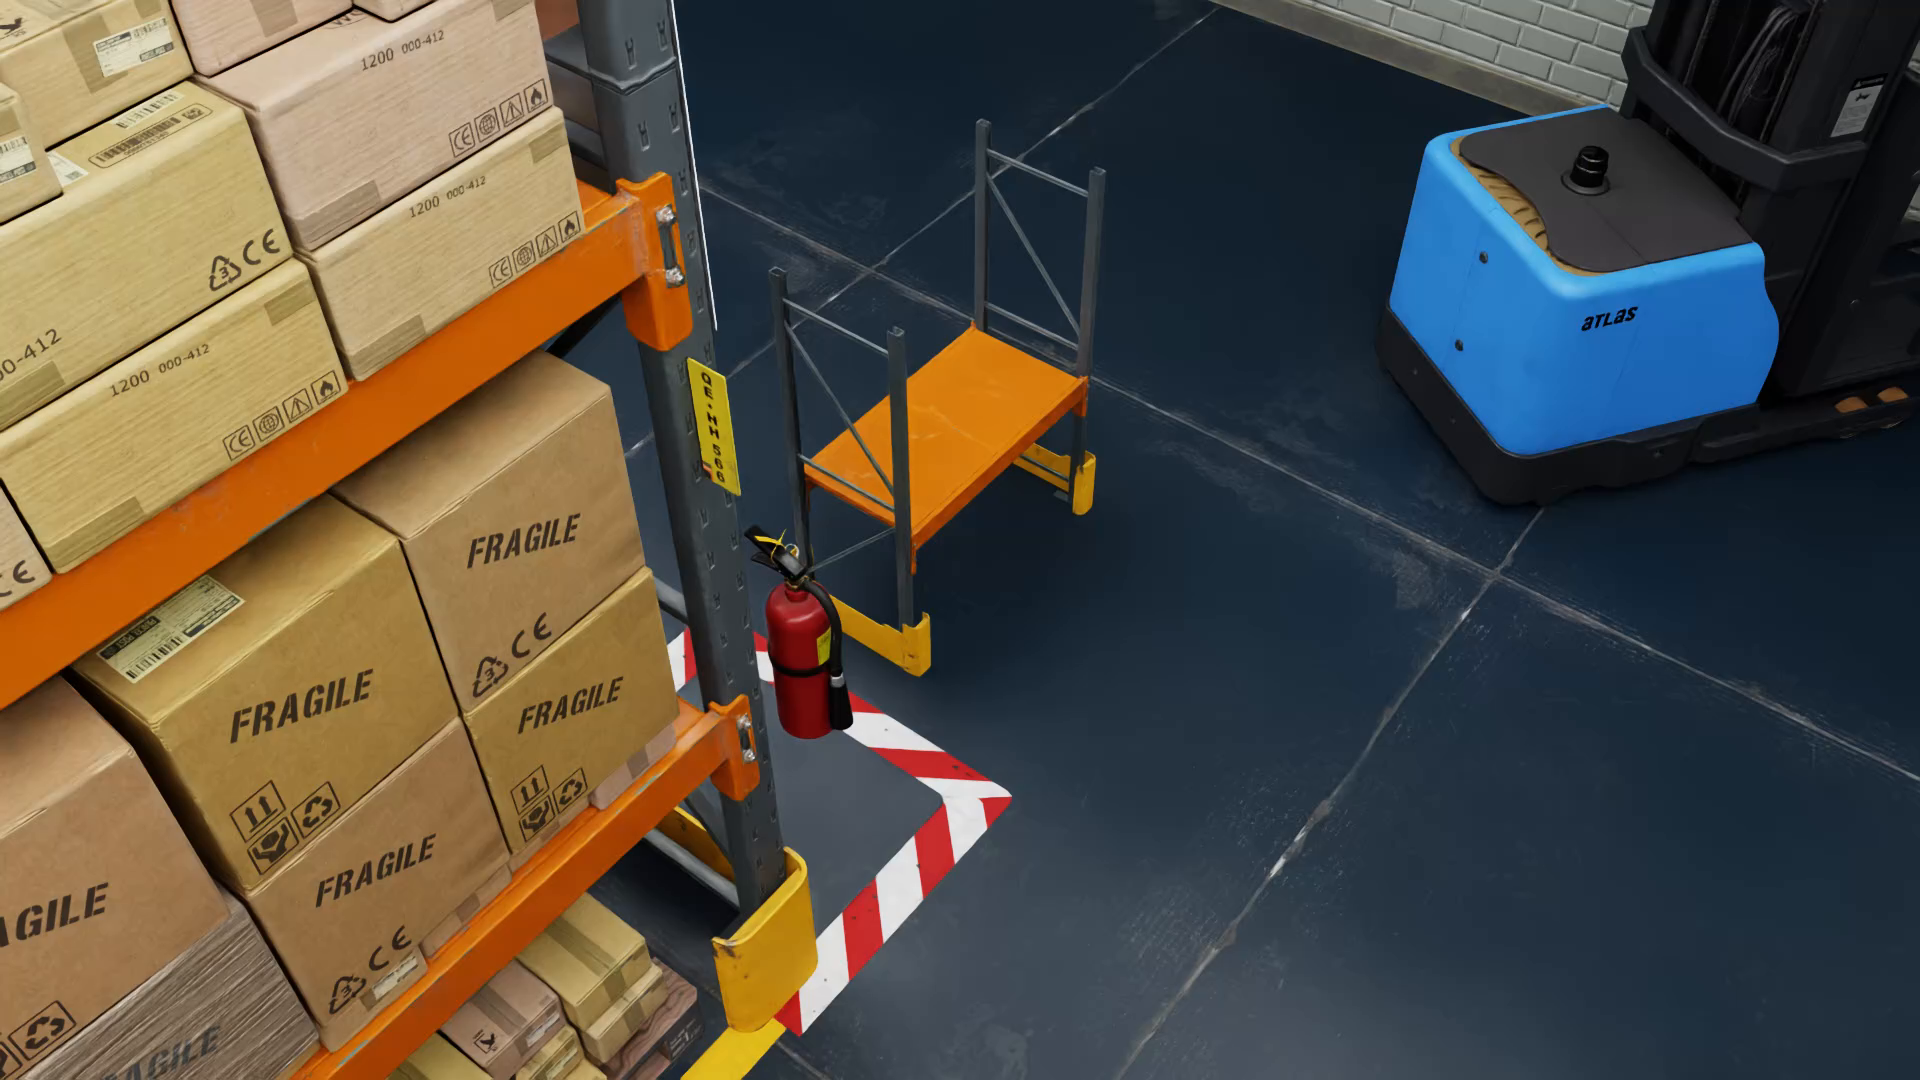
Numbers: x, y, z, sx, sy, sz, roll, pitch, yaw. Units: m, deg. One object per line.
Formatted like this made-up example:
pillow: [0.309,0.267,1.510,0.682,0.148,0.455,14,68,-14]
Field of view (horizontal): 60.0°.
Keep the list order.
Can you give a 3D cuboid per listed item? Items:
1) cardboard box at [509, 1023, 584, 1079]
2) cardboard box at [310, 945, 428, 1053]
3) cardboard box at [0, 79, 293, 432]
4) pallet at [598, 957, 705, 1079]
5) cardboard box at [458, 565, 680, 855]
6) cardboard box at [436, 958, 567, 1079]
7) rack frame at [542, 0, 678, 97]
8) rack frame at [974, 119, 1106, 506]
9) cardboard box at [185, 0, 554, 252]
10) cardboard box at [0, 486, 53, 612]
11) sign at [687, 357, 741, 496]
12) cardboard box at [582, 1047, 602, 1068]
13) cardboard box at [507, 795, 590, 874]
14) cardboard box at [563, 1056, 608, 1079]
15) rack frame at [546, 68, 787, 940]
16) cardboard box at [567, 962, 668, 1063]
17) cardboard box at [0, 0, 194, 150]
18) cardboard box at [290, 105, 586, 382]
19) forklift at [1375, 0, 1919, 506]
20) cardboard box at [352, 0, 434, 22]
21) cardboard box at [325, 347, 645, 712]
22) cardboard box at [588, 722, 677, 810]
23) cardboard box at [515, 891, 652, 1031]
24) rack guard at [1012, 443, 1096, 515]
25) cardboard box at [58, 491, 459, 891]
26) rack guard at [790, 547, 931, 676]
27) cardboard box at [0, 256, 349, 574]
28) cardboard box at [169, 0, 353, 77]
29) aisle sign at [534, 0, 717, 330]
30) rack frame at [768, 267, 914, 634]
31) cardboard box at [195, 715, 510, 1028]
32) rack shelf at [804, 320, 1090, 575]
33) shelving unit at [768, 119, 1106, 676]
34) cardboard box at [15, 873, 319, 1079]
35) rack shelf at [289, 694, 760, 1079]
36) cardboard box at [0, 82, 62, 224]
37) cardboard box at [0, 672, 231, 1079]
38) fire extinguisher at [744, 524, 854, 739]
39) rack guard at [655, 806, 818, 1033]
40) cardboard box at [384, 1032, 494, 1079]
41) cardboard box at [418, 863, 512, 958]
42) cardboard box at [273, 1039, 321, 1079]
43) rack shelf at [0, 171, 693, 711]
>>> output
cardboard box: [-1.224,1.318,4.392,0.380,0.149,0.250,28,52,24]
cardboard box: [-1.361,0.858,3.530,0.380,0.149,0.250,31,54,26]
cardboard box: [-1.316,-0.461,2.299,0.500,0.250,0.500,28,52,24]
pallet: [-1.495,1.483,4.687,1.003,0.211,1.213,29,53,25]
cardboard box: [-0.995,0.261,3.652,0.500,0.500,0.500,30,53,26]
cardboard box: [-1.246,1.195,4.304,0.380,0.149,0.250,30,53,26]
rack frame: [-0.924,-2.045,1.980,1.000,3.000,0.127,29,53,25]
rack frame: [0.259,-0.760,5.939,0.500,1.500,0.032,29,53,25]
cardboard box: [-1.005,-0.754,2.579,0.500,0.250,0.500,28,52,24]
cardboard box: [-1.613,-0.007,2.211,0.500,0.250,0.500,31,54,26]
sign: [-0.497,-0.225,3.371,0.100,0.325,0.005,29,53,25]
cardboard box: [-1.081,1.260,4.653,0.380,0.149,0.250,30,53,26]
cardboard box: [-1.082,0.551,3.823,0.380,0.149,0.250,29,53,25]
cardboard box: [-1.158,1.452,4.469,0.380,0.149,0.250,31,54,26]
rack frame: [-0.924,0.027,4.150,1.000,3.000,0.127,29,53,25]
cardboard box: [-1.021,1.192,4.512,0.380,0.149,0.250,28,52,24]
cardboard box: [-1.280,-0.702,2.254,0.380,0.149,0.250,28,52,24]
cardboard box: [-0.993,-0.580,2.759,0.500,0.250,0.500,28,52,24]
forklift: [3.298,-1.771,5.915,3.031,2.935,1.130,-13,48,-12]
cardboard box: [-0.895,-0.947,2.488,0.380,0.149,0.250,29,53,25]
cardboard box: [-1.007,-0.084,3.289,0.500,0.500,0.500,28,52,24]
cardboard box: [-0.900,0.425,3.943,0.380,0.149,0.250,29,53,25]
cardboard box: [-1.047,1.076,4.417,0.380,0.149,0.250,30,53,25]
rack guard: [0.258,-0.328,6.390,0.587,0.250,0.087,29,53,25]
cardboard box: [-1.317,0.206,3.012,0.500,0.500,0.500,27,52,24]
rack guard: [-0.351,0.242,5.846,0.587,0.250,0.087,29,53,25]
cardboard box: [-1.299,-0.285,2.477,0.500,0.250,0.500,29,53,25]
cardboard box: [-1.106,-0.840,2.386,0.380,0.149,0.250,30,53,25]
aisle sign: [-0.642,-0.780,3.123,0.394,0.787,0.004,29,53,25]
rack frame: [-0.363,-0.178,5.383,0.500,1.500,0.032,29,53,25]
cardboard box: [-1.314,0.553,3.372,0.500,0.500,0.500,28,53,24]
rack shelf: [-0.052,-0.345,5.791,0.538,0.185,1.000,29,53,25]
shelving unit: [-0.047,-0.474,5.666,0.587,1.500,1.083,29,53,25]
cardboard box: [-1.617,0.848,3.091,0.500,0.500,0.500,29,53,25]
rack shelf: [-2.147,1.420,3.317,1.077,0.370,4.000,29,53,25]
cardboard box: [-1.355,-0.503,2.064,0.380,0.149,0.250,30,53,26]
cardboard box: [-1.628,0.508,2.724,0.500,0.500,0.500,32,54,27]
fire extinguisher: [-0.405,0.243,4.255,0.296,0.674,0.183,29,53,25]
rack guard: [-0.971,0.934,5.012,1.175,0.500,0.348,29,53,25]
cardboard box: [-1.304,1.399,4.109,0.380,0.149,0.250,28,52,24]
cardboard box: [-1.223,0.701,3.679,0.380,0.149,0.250,29,53,25]
cardboard box: [-1.545,0.995,3.398,0.380,0.149,0.250,27,52,23]
rack shelf: [-2.147,0.384,2.232,1.077,0.370,4.000,29,53,25]
